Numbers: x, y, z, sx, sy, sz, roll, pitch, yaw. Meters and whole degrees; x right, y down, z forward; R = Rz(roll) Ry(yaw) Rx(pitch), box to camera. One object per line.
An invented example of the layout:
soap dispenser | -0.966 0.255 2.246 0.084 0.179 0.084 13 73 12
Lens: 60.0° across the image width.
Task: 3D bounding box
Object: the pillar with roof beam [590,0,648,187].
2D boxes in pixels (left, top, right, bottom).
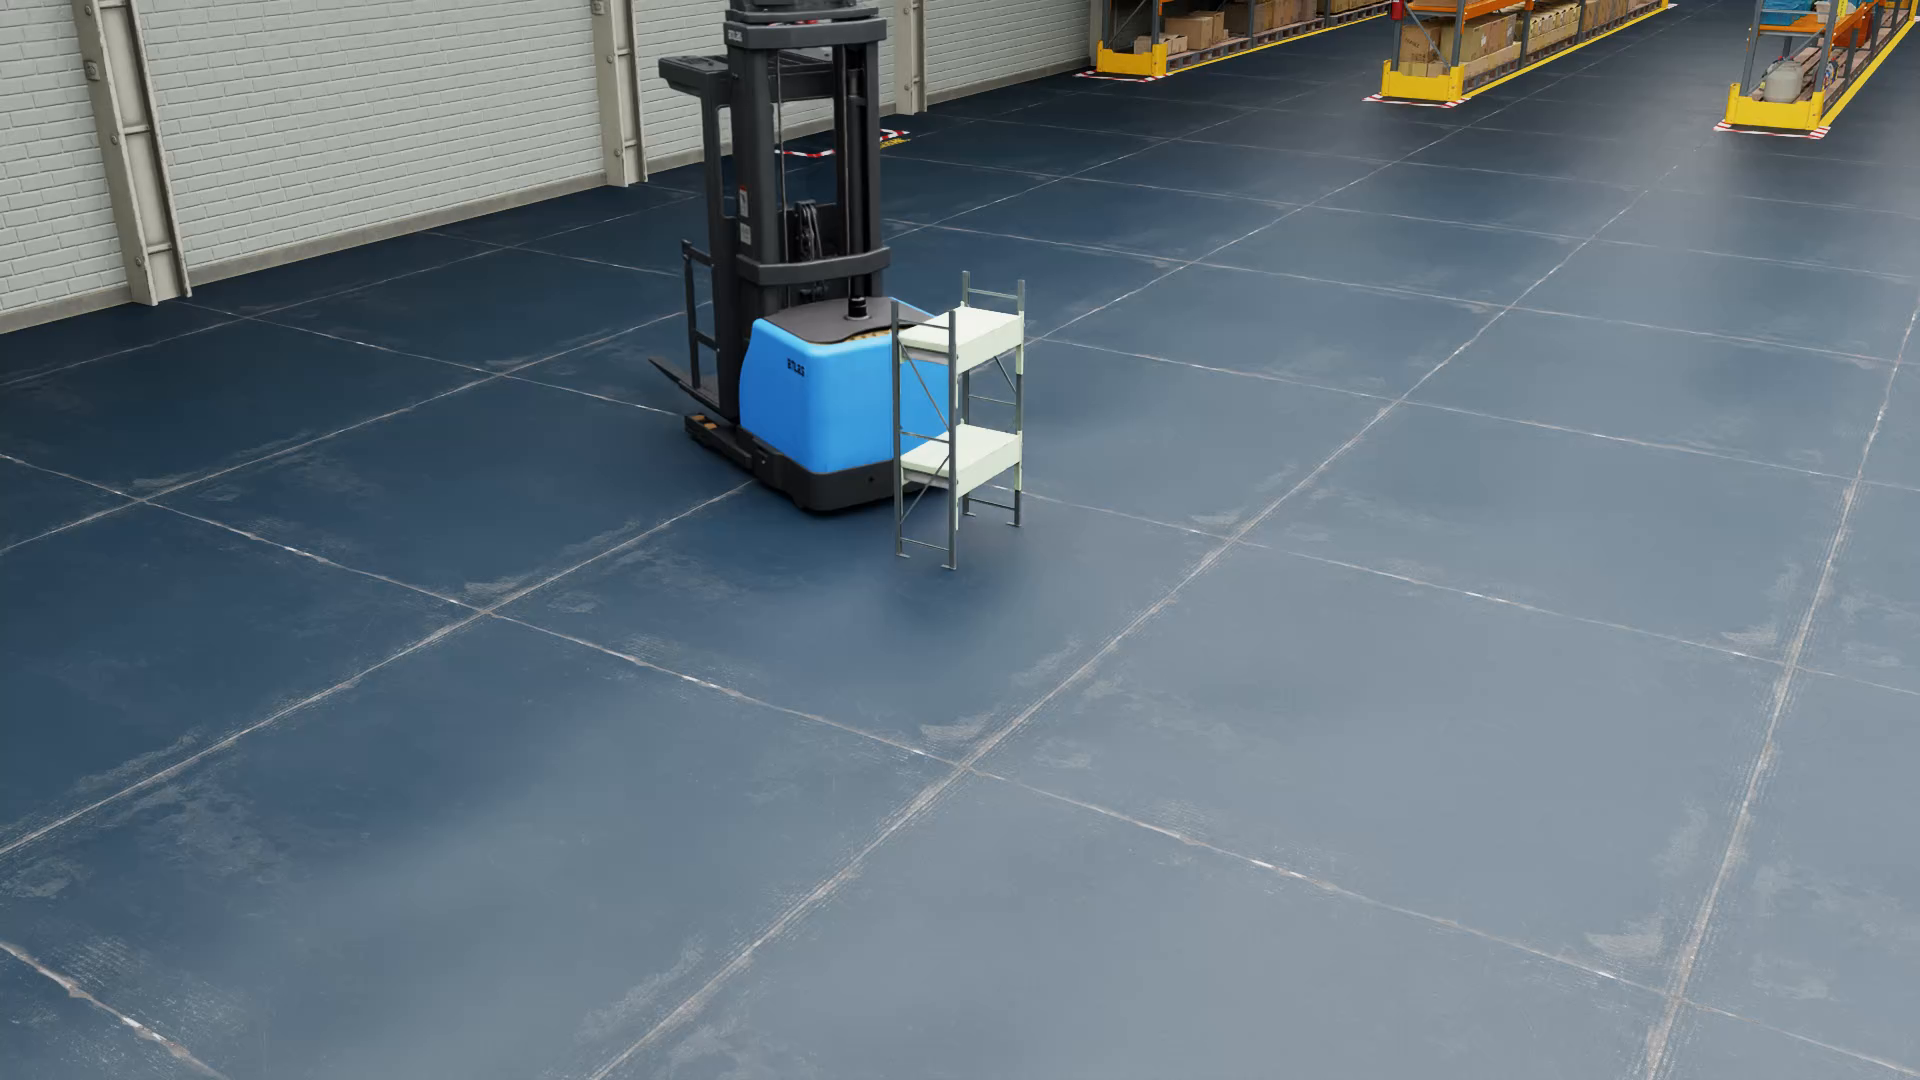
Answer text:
pillar with roof beam | -0.222 -7.386 15.485 9.100 9.000 0.400 14 27 29

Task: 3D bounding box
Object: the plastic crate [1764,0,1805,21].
plastic crate | 11.590 -7.473 23.424 0.499 0.251 0.408 14 27 29

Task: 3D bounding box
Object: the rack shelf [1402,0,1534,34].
rack shelf | 8.082 -8.476 26.459 1.077 0.370 4.000 14 27 29

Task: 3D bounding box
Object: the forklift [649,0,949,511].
forklift | -1.217 -2.056 10.810 1.130 2.935 3.031 -14 27 -29

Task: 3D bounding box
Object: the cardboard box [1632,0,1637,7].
cardboard box | 14.210 -11.473 35.490 0.380 0.166 0.250 14 27 29

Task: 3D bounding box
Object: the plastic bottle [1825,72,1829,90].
plastic bottle | 12.688 -6.738 24.419 0.097 0.271 0.097 0 23 0

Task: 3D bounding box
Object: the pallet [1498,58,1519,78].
pallet | 8.682 -7.942 27.830 1.003 0.211 1.213 14 27 29

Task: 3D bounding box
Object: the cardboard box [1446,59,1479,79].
cardboard box | 7.759 -7.366 25.922 0.500 0.250 0.500 14 27 29

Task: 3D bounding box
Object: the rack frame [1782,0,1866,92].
rack frame | 13.343 -8.442 25.475 1.000 3.000 0.127 14 27 29

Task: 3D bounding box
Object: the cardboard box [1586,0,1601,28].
cardboard box | 12.001 -10.158 32.031 0.500 0.500 0.500 13 27 27

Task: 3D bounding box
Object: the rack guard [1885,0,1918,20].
rack guard | 19.674 -11.356 35.352 1.175 0.500 0.348 14 27 29

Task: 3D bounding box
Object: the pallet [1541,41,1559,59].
pallet | 10.135 -8.872 29.978 1.003 0.211 1.213 14 27 29

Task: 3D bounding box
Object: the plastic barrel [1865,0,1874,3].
plastic barrel | 13.804 -8.739 25.530 0.600 0.901 0.708 14 27 29

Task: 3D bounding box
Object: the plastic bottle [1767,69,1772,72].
plastic bottle | 11.985 -6.835 24.637 0.152 0.276 0.135 14 27 29

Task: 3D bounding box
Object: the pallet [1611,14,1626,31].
pallet | 12.960 -10.619 34.014 1.003 0.211 1.213 14 27 29

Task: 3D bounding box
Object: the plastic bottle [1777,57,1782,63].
plastic bottle | 12.465 -7.179 25.338 0.144 0.351 0.185 13 26 27

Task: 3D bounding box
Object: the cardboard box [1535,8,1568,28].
cardboard box | 10.642 -9.445 30.017 0.500 0.311 0.500 14 27 29

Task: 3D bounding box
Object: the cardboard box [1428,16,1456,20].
cardboard box | 7.837 -8.159 26.809 0.500 0.500 0.500 14 27 29

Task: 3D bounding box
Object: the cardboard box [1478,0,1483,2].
cardboard box | 7.824 -8.677 25.891 0.700 0.500 0.500 14 27 29

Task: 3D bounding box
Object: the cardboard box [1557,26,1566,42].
cardboard box | 10.640 -9.190 30.134 0.500 0.250 0.500 15 27 30

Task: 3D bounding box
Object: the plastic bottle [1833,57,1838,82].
plastic bottle | 13.248 -7.150 25.272 0.144 0.351 0.185 13 27 28

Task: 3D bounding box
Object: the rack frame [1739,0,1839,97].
rack frame | 11.233 -7.092 22.356 1.000 3.000 0.127 14 27 29

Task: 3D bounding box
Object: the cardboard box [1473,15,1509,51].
cardboard box | 8.544 -8.218 26.946 0.500 0.500 0.500 14 27 29

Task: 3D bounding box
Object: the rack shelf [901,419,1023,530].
rack shelf | -0.004 -0.387 9.576 0.431 0.370 0.720 14 27 29

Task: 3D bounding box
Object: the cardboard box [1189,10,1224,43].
cardboard box | 4.413 -9.214 29.851 0.500 0.500 0.500 12 26 25

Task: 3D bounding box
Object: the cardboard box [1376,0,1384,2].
cardboard box | 8.914 -12.178 36.282 0.750 0.750 0.750 14 27 30

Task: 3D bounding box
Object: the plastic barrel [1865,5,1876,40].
plastic barrel | 16.292 -9.428 30.259 0.600 0.588 0.708 14 27 29

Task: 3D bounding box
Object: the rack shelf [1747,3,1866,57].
rack shelf | 12.288 -7.437 24.058 1.077 0.370 4.000 14 27 29

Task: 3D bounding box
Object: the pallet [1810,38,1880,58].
pallet | 15.833 -8.787 29.782 1.003 0.211 1.213 14 27 29

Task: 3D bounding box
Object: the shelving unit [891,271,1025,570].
shelving unit | -0.004 -0.686 9.447 0.431 1.500 0.755 14 27 29

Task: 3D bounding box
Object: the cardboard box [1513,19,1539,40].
cardboard box | 9.566 -8.757 28.429 0.500 0.311 0.500 14 27 29

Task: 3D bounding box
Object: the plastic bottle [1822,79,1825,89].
plastic bottle | 12.454 -6.588 24.074 0.097 0.271 0.097 0 23 0

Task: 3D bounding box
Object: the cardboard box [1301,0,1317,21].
cardboard box | 6.701 -10.669 33.212 0.700 0.500 0.500 14 27 30

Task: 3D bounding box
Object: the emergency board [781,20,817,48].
emergency board | -2.050 -6.734 21.530 0.194 1.169 0.643 14 27 29

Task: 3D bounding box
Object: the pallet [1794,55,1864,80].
pallet | 14.367 -7.849 27.615 1.003 0.211 1.213 14 27 29

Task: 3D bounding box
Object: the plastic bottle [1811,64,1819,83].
plastic bottle | 13.008 -7.074 25.189 0.152 0.276 0.135 14 27 29

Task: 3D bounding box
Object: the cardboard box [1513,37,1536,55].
cardboard box | 9.560 -8.496 28.533 0.500 0.250 0.500 13 27 28

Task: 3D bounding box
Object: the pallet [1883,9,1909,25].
pallet | 19.205 -10.942 34.760 1.003 0.211 1.213 14 27 29

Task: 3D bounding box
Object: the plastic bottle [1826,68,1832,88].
plastic bottle | 12.887 -6.888 24.761 0.152 0.276 0.135 14 27 30

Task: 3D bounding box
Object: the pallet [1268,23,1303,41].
pallet | 5.978 -9.915 32.387 1.003 0.211 1.213 14 27 29

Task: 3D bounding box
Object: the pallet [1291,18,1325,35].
pallet | 6.623 -10.325 33.335 1.003 0.211 1.213 14 27 29

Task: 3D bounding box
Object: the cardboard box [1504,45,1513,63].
cardboard box | 8.806 -8.043 27.486 0.500 0.250 0.500 14 27 29

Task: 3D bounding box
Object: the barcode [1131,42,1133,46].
barcode | 2.927 -8.445 28.301 0.001 0.075 0.075 14 27 29

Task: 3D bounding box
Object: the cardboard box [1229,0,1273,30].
cardboard box | 5.530 -10.010 31.689 0.700 0.500 0.500 13 27 28

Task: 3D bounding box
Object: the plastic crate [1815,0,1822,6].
plastic crate | 12.959 -8.263 25.141 0.767 0.338 0.504 14 27 29

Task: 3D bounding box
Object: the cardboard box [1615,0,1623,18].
cardboard box | 13.072 -10.844 33.617 0.500 0.500 0.500 14 27 29

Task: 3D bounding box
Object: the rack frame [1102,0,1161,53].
rack frame | 2.816 -9.168 27.152 1.000 3.000 0.127 14 27 29

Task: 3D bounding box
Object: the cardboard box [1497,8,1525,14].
cardboard box | 9.909 -9.380 29.868 0.500 0.311 0.500 13 27 28
